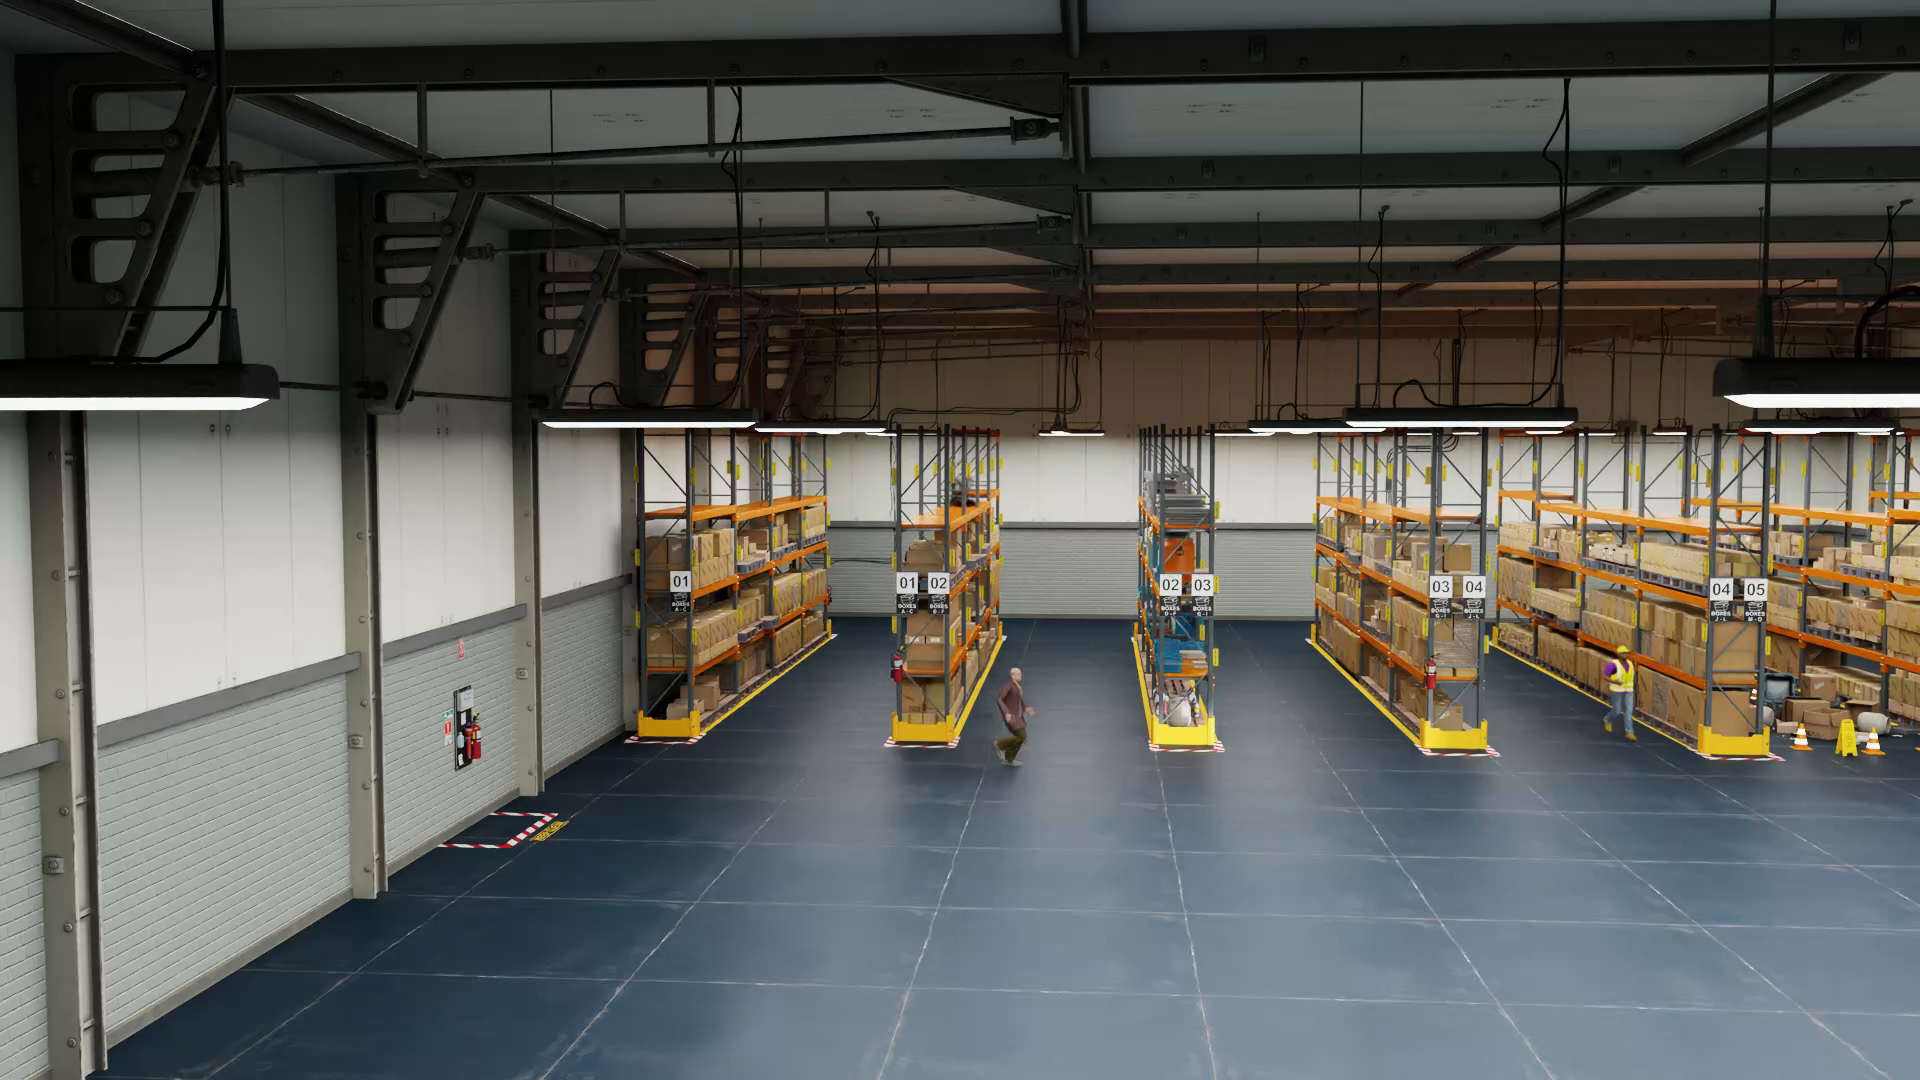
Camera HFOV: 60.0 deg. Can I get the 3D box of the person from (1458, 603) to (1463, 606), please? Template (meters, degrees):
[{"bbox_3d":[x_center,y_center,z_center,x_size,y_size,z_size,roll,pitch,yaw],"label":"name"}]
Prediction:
[{"bbox_3d":[13.657,2.075,46.477,0.700,1.706,0.787,-3,5,-43],"label":"person"}]

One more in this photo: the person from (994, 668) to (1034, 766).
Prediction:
[{"bbox_3d":[0.972,3.115,29.070,0.607,1.682,0.699,2,4,27],"label":"person"}]

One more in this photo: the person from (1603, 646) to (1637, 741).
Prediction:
[{"bbox_3d":[12.606,2.888,31.705,0.695,1.745,1.016,0,3,-6],"label":"person"}]
